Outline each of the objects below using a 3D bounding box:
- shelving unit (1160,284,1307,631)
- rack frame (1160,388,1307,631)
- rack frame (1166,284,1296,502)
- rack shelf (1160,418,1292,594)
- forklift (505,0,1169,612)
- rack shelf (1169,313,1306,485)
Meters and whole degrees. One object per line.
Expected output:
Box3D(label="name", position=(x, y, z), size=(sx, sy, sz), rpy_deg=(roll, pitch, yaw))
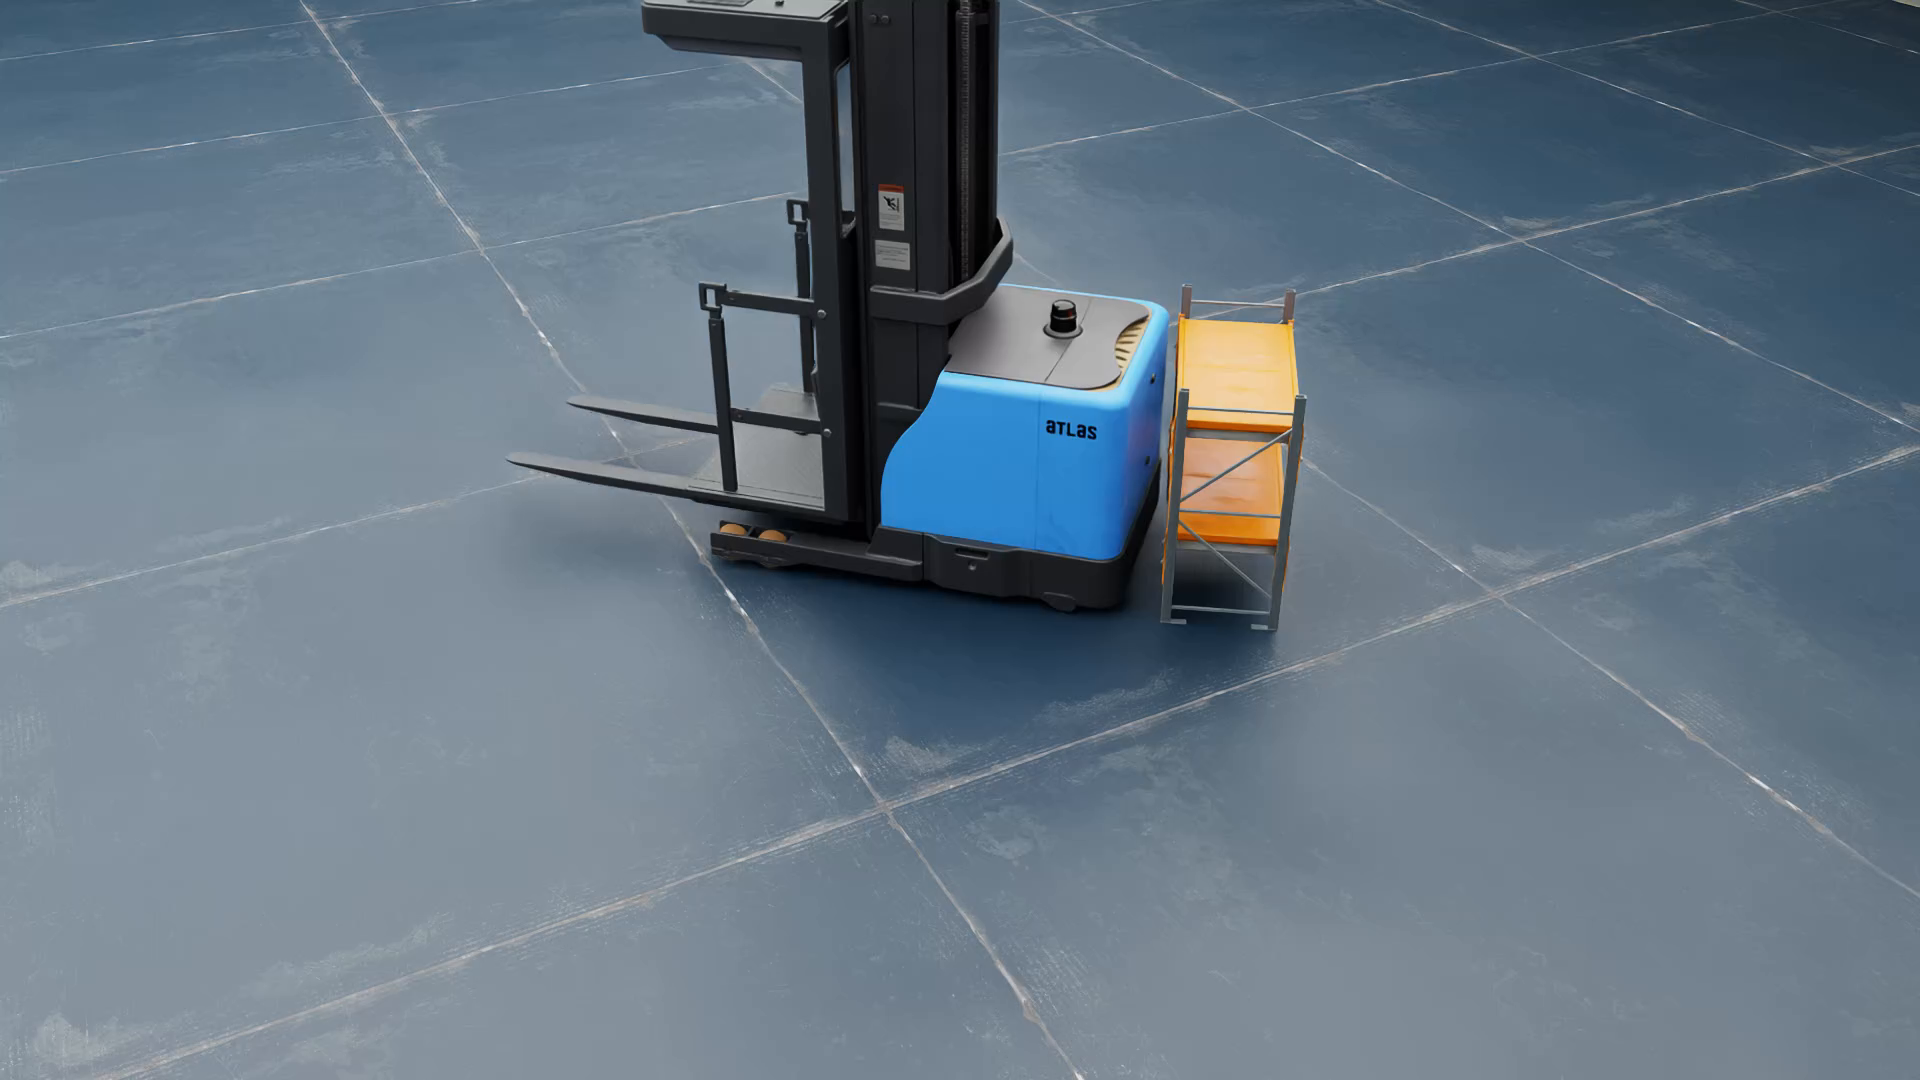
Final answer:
Box3D(label="shelving unit", position=(1.180, -0.378, 7.298), size=(0.538, 1.125, 1.048), rpy_deg=(4, 33, 6))
Box3D(label="rack frame", position=(1.116, -0.106, 6.873), size=(0.500, 1.125, 0.032), rpy_deg=(4, 33, 6))
Box3D(label="rack frame", position=(1.245, -0.651, 7.723), size=(0.500, 1.125, 0.032), rpy_deg=(4, 33, 6))
Box3D(label="rack shelf", position=(1.180, -0.173, 7.430), size=(0.538, 0.278, 1.000), rpy_deg=(4, 33, 6))
Box3D(label="forklift", position=(-0.630, -1.371, 7.172), size=(3.031, 2.935, 1.130), rpy_deg=(9, 34, 14))
Box3D(label="rack shelf", position=(1.180, -0.625, 7.140), size=(0.538, 0.278, 1.000), rpy_deg=(4, 33, 6))
